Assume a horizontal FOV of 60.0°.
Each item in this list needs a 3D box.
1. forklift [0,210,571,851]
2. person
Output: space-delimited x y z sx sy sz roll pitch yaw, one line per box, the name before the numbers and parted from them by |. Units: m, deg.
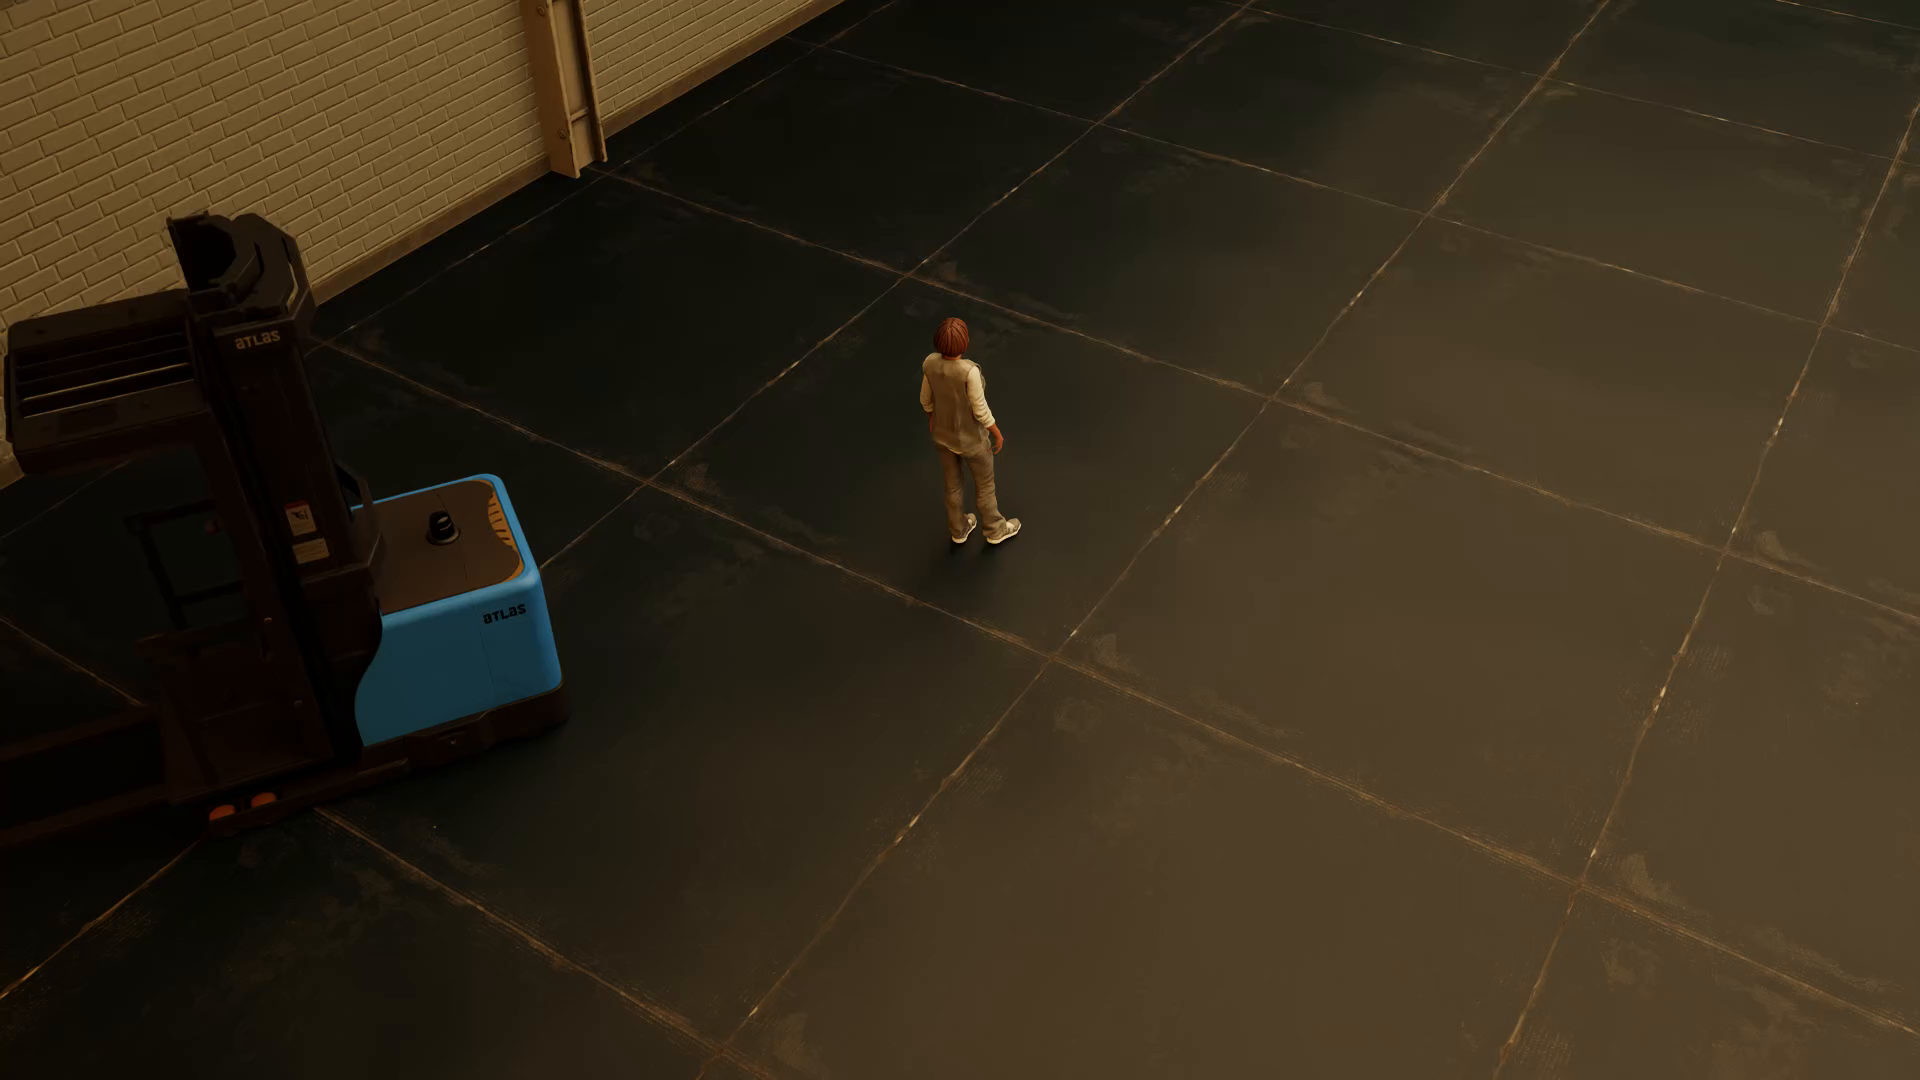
forklift | -3.672 -0.001 7.968 3.031 2.935 1.130 -16 43 -19
person | 0.052 -0.648 9.758 0.520 1.592 0.473 22 45 24
